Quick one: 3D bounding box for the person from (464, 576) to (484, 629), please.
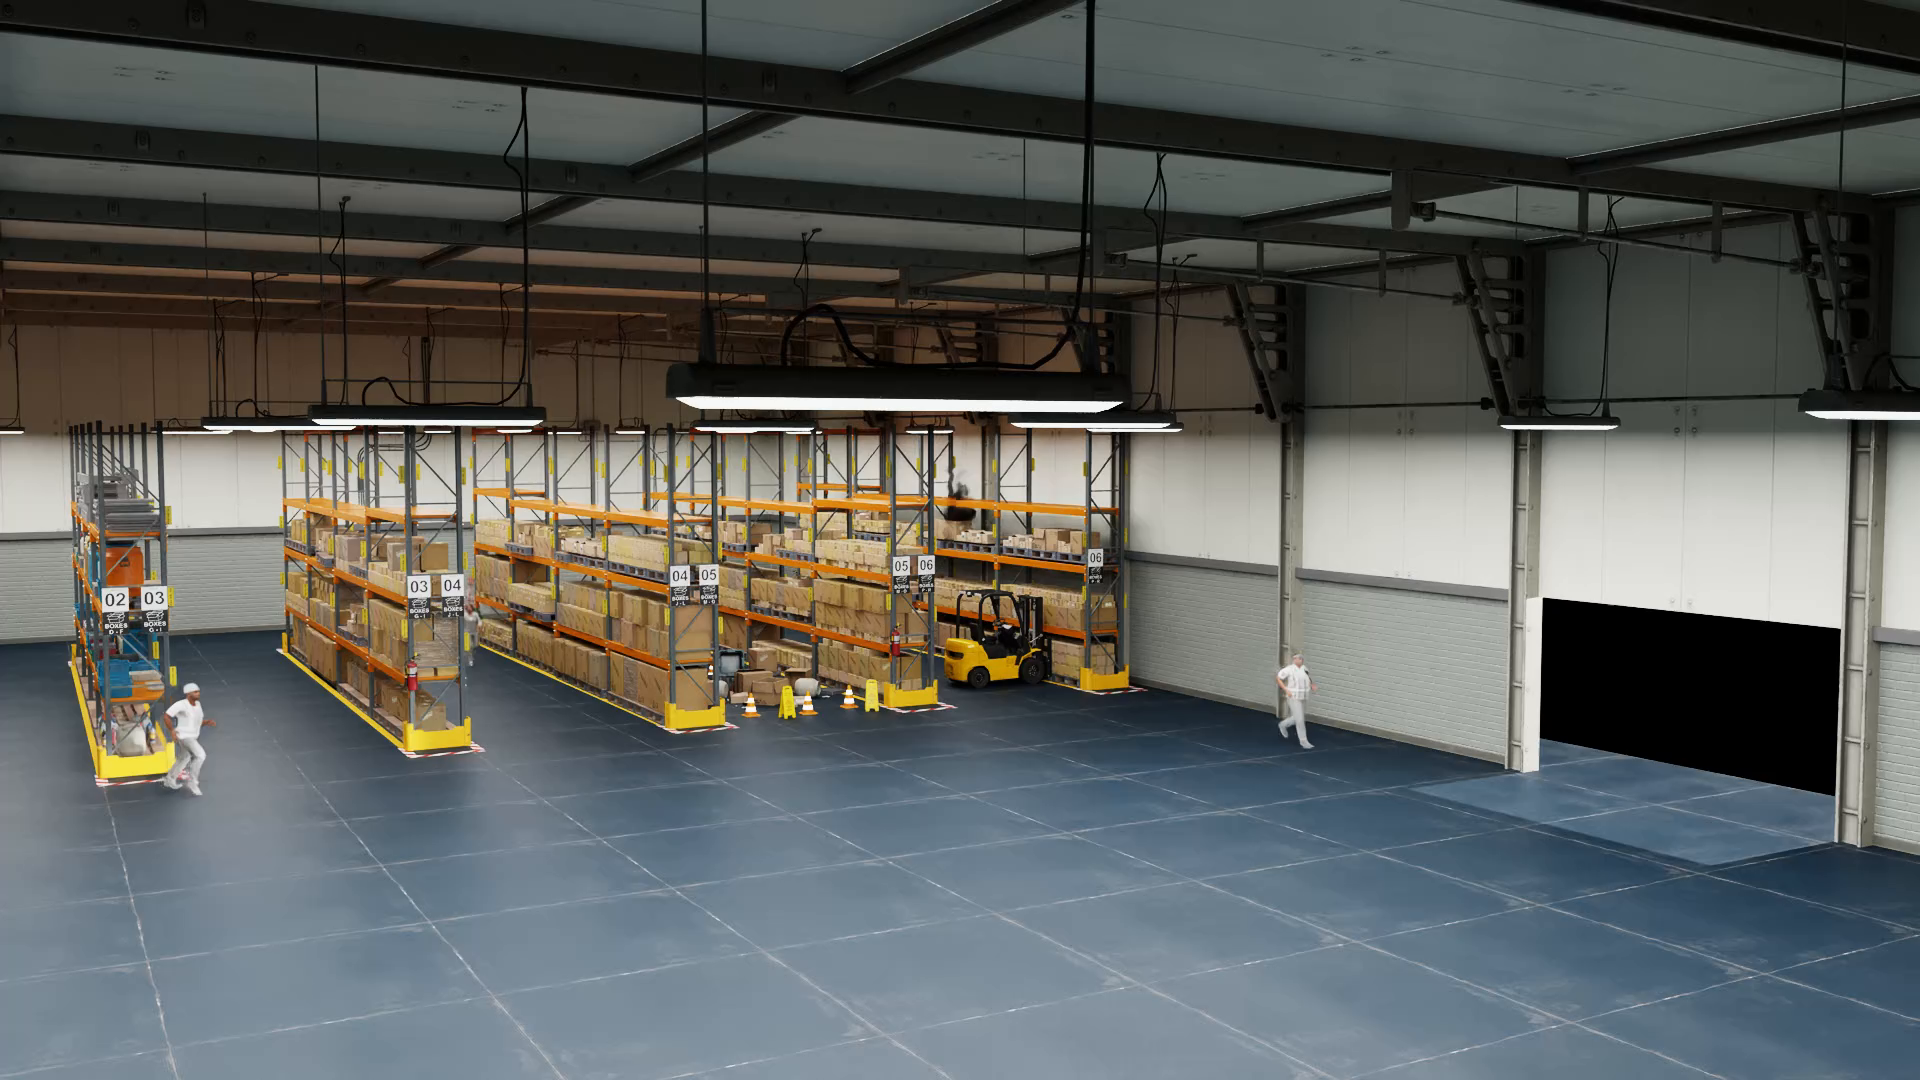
[{"bbox_3d":[-14.030,1.901,47.957,0.896,1.766,0.772,-1,4,-20],"label":"person"}]

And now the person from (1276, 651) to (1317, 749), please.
[{"bbox_3d":[6.256,2.936,30.858,0.664,1.791,0.904,-3,4,-37],"label":"person"}]

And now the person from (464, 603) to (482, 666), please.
[{"bbox_3d":[-12.279,2.371,41.775,0.545,1.564,0.490,-2,4,-24],"label":"person"}]

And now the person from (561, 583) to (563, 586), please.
[{"bbox_3d":[-11.088,2.016,46.711,0.614,1.650,0.552,-2,4,-35],"label":"person"}]

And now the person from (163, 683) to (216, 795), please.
[{"bbox_3d":[-12.444,3.209,26.808,0.851,1.807,0.616,0,4,-1],"label":"person"}]
